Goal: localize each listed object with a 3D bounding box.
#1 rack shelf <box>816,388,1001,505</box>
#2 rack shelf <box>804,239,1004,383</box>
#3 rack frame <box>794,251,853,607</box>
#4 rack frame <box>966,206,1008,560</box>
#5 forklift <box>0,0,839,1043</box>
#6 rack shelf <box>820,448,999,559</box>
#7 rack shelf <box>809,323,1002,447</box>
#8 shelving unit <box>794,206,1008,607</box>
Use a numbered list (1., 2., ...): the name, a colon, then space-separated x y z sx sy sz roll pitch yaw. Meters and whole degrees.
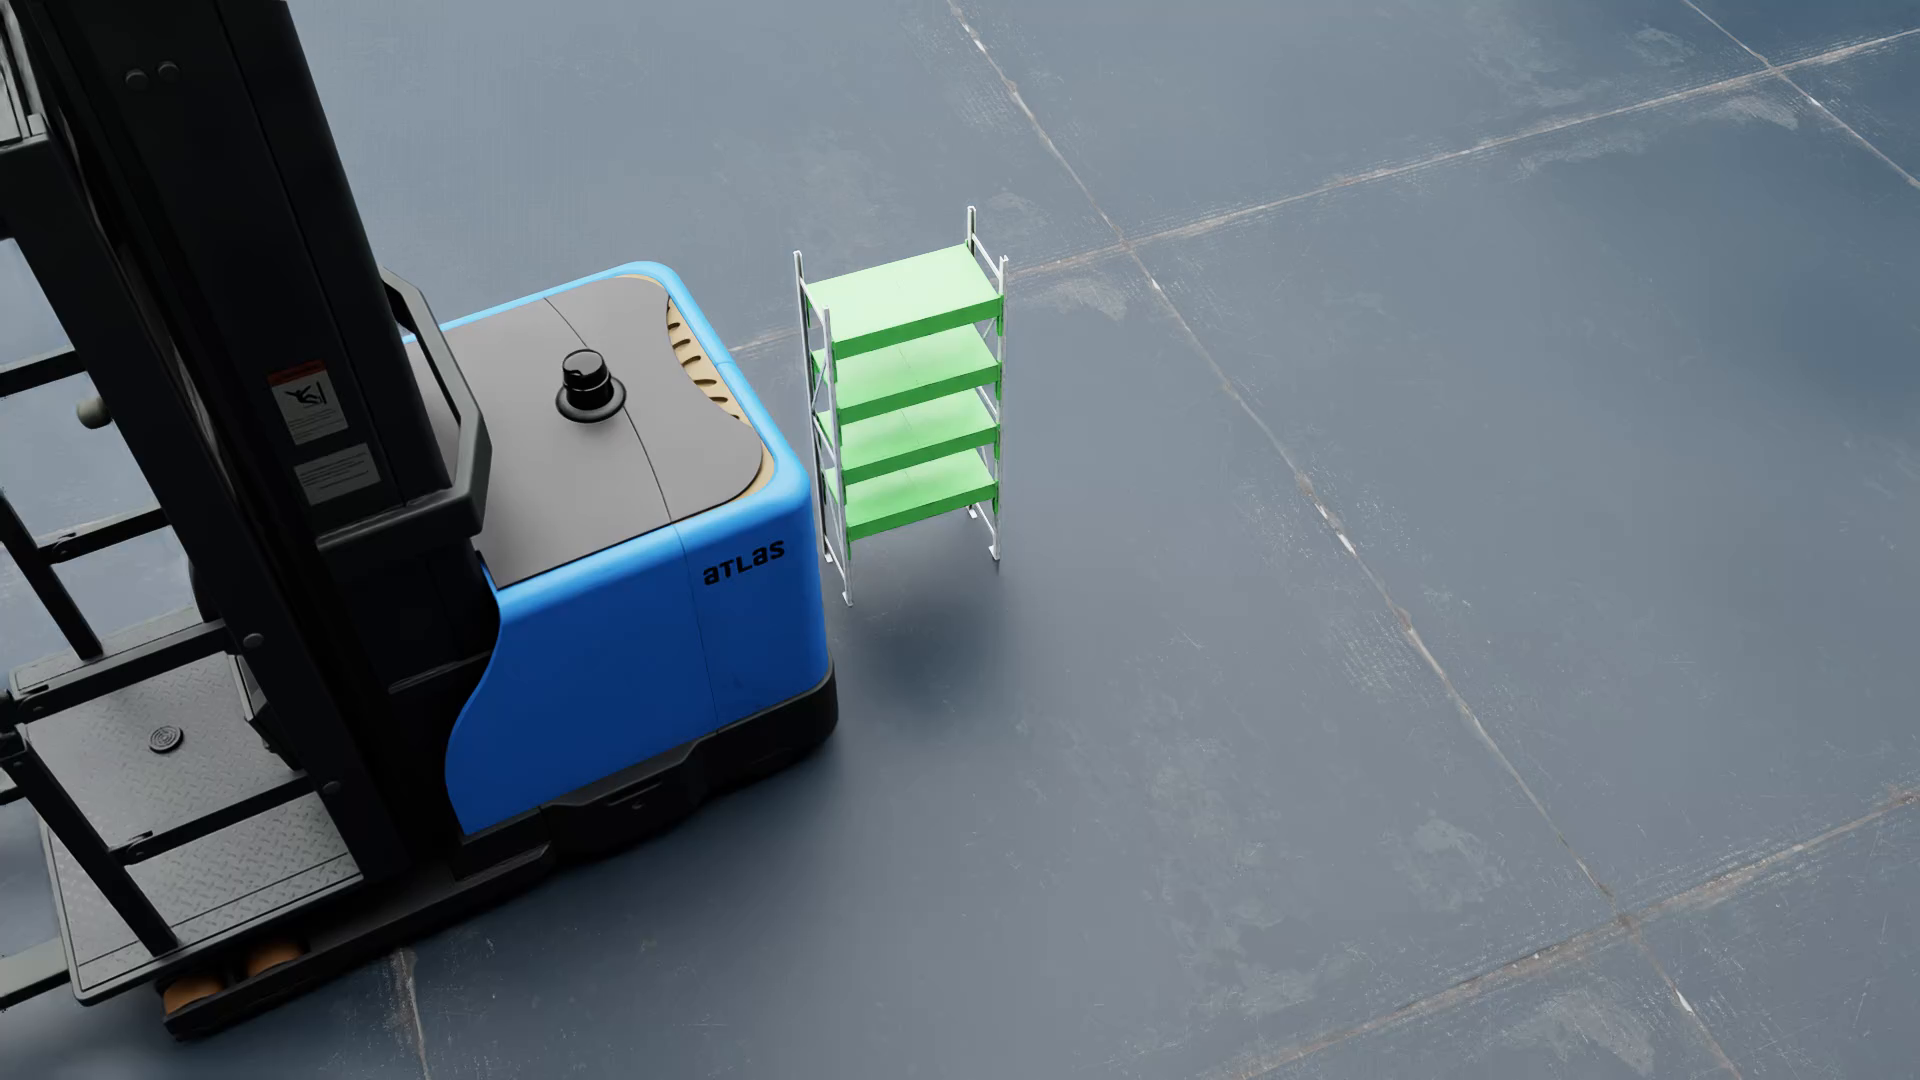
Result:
1. rack shelf: -0.153 -0.302 4.803 0.480 0.148 0.258 -17 52 -14
2. rack shelf: -0.153 -0.615 4.438 0.480 0.148 0.258 -17 52 -14
3. rack frame: -0.379 -0.273 4.694 0.015 1.200 0.240 -17 52 -14
4. rack frame: 0.073 -0.413 4.814 0.015 1.200 0.240 -17 52 -14
5. forklift: -1.889 -0.181 3.473 3.031 2.935 1.130 -22 53 -18
6. rack shelf: -0.153 -0.145 4.985 0.480 0.148 0.258 -17 52 -14
7. rack shelf: -0.153 -0.458 4.620 0.480 0.148 0.258 -17 52 -14
8. shelving unit: -0.153 -0.343 4.754 0.503 1.200 0.258 -17 52 -14
